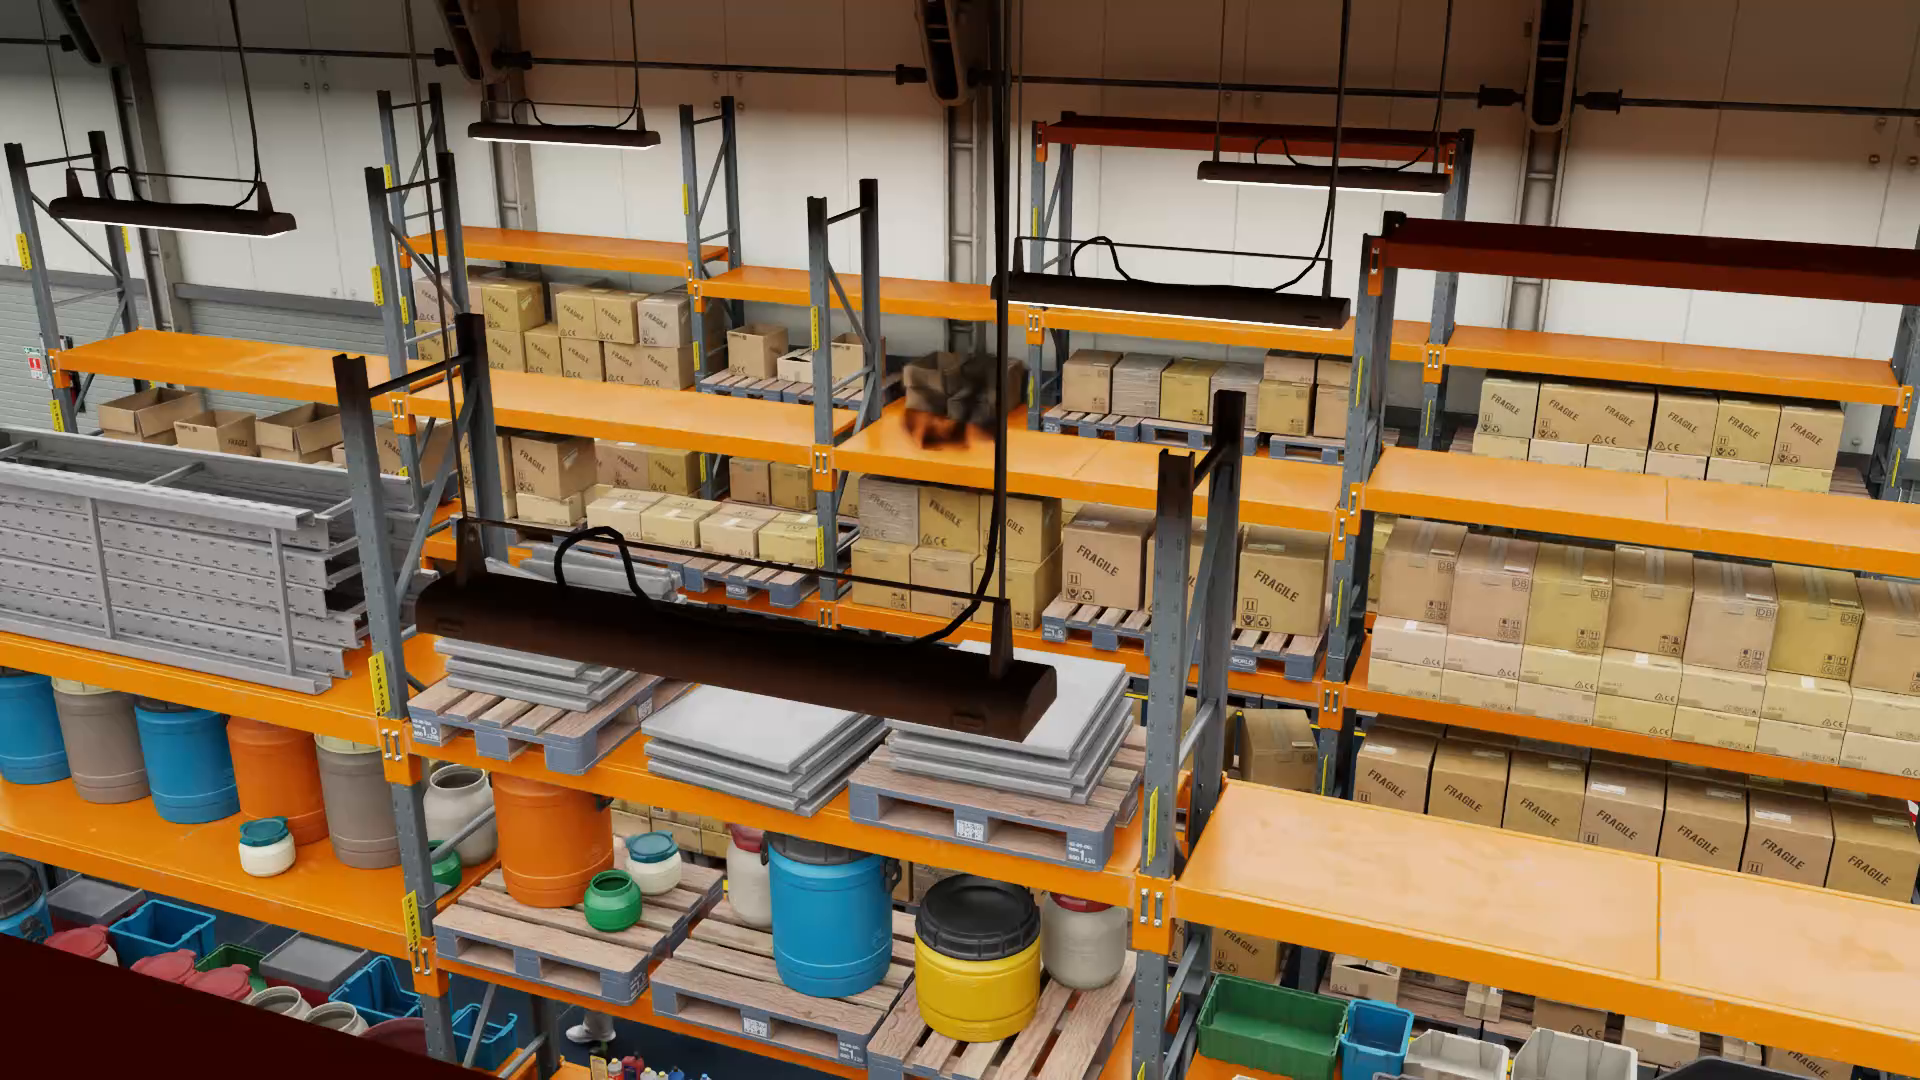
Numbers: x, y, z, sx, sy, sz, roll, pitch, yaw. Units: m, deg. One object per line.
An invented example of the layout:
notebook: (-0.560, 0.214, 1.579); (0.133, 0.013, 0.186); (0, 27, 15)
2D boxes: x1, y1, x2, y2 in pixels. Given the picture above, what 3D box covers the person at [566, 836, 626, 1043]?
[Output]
person: (-2.498, 2.948, 12.182); (0.945, 1.762, 0.709); (2, 21, 6)
